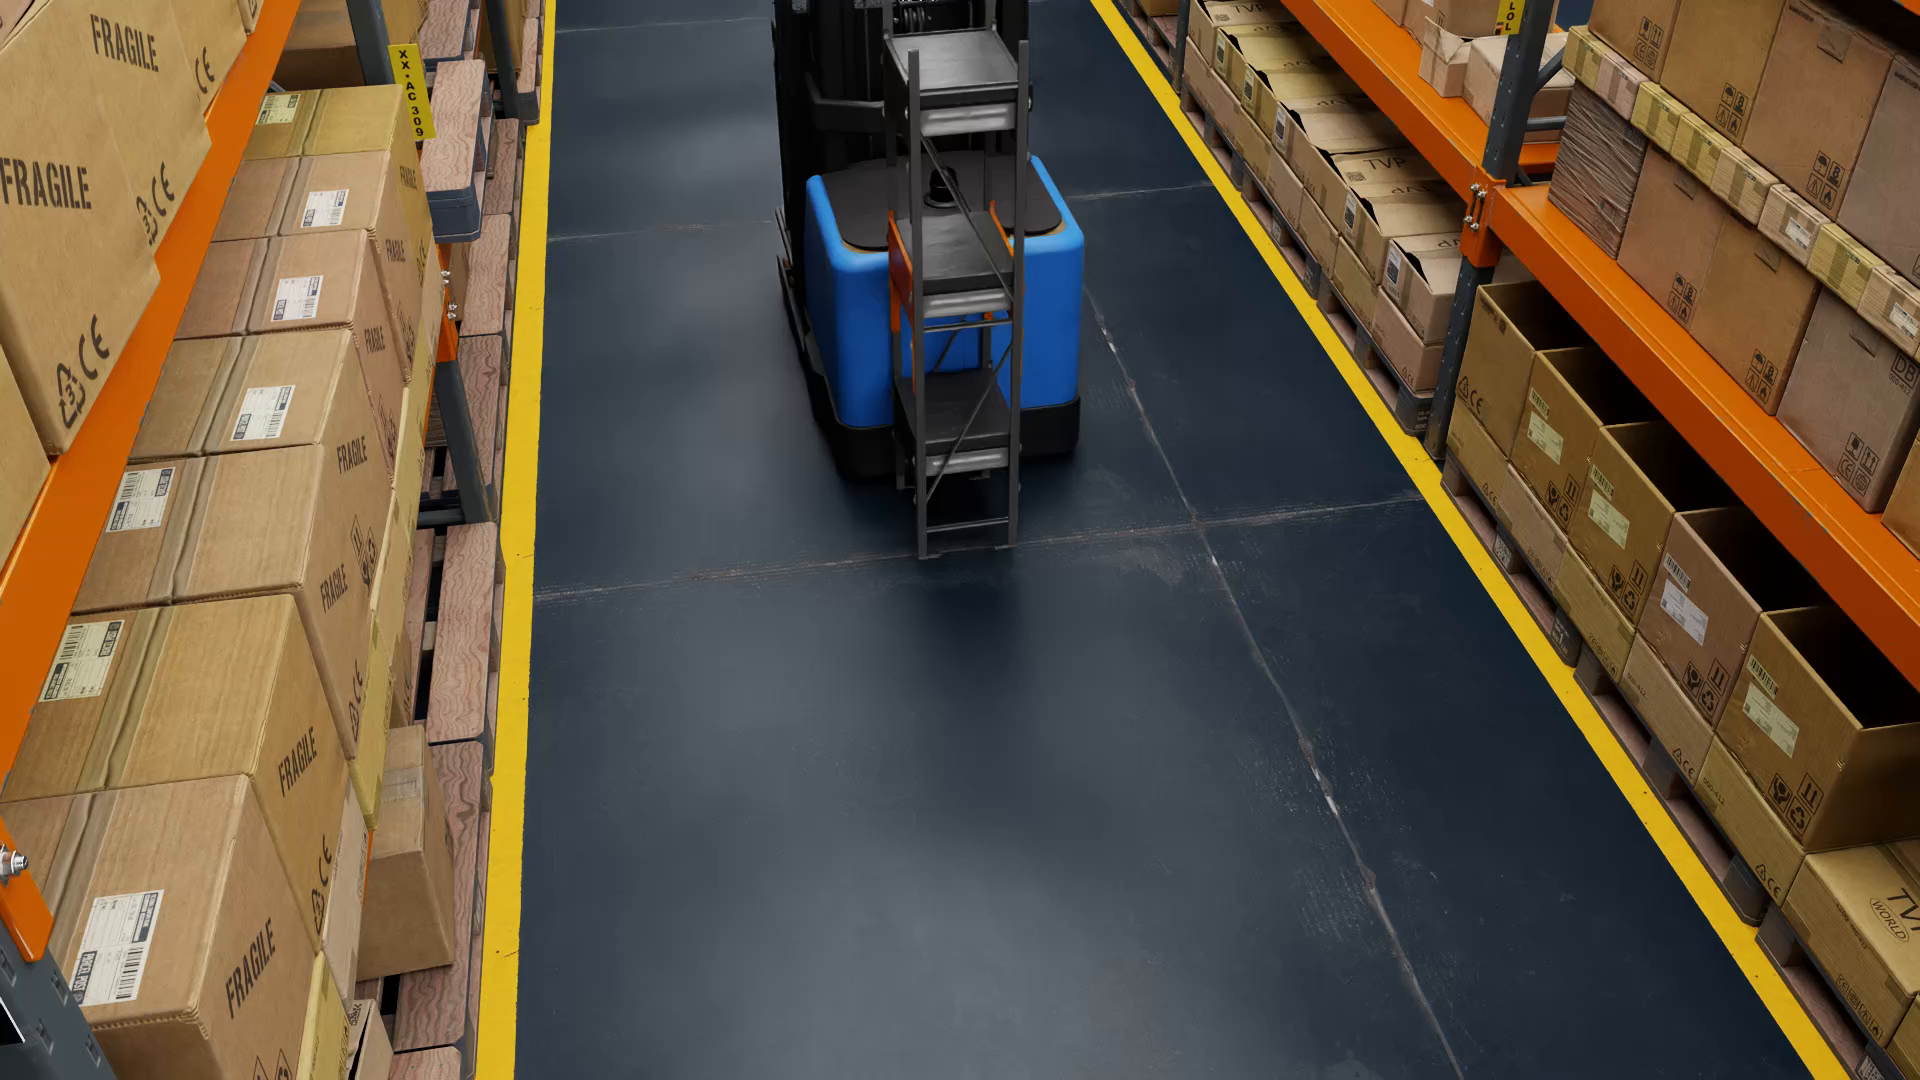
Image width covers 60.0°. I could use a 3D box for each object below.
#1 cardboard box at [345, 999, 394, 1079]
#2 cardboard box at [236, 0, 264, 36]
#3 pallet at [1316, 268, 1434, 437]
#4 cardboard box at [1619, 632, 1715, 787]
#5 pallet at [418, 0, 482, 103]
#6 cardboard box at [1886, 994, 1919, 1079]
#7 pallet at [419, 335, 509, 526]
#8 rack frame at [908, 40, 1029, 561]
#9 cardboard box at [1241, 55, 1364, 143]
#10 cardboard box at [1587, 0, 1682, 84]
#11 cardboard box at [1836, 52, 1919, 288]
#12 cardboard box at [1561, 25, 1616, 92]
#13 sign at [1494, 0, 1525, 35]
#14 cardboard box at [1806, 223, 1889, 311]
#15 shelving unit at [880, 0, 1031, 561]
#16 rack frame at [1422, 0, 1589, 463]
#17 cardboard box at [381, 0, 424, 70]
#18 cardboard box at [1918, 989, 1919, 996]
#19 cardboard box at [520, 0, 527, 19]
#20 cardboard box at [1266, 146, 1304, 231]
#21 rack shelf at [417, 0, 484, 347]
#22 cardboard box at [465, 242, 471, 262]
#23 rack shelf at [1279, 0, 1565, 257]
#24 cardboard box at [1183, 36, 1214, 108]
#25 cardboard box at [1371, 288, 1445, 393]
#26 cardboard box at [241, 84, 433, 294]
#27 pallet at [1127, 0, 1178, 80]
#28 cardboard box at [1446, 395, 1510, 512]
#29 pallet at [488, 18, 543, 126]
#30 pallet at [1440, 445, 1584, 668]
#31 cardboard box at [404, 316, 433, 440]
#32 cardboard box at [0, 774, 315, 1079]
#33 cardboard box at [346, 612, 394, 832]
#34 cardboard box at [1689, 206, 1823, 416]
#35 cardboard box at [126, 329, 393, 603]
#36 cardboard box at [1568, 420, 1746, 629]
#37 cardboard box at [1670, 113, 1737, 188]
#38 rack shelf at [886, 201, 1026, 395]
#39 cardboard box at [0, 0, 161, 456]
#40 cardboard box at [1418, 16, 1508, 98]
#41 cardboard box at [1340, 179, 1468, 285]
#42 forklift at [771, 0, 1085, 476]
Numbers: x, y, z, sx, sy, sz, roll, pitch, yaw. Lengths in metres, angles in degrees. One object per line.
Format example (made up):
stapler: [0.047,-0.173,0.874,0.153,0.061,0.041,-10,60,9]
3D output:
cardboard box: [-1.780,1.456,4.264,0.500,0.311,0.500,-3,38,-4]
cardboard box: [-1.807,-1.392,3.554,0.500,0.500,0.500,-8,38,-10]
pallet: [2.360,-0.951,7.801,1.003,0.211,1.213,-6,38,-8]
cardboard box: [2.569,0.528,5.524,0.500,0.250,0.500,-6,38,-8]
pallet: [-2.663,-2.225,7.325,1.003,0.211,1.213,-6,38,-8]
cardboard box: [2.844,1.433,4.359,0.500,0.250,0.500,-6,38,-8]
pallet: [-2.487,-0.445,7.150,1.003,0.211,1.213,-6,38,-8]
rack frame: [0.030,-0.775,6.036,0.400,2.100,0.015,-7,38,-9]
cardboard box: [1.816,-2.356,8.779,0.500,0.311,0.500,-7,38,-9]
cardboard box: [2.611,-1.895,5.606,0.700,0.500,0.500,-6,38,-8]
cardboard box: [2.875,-0.986,4.435,0.700,0.500,0.500,-6,38,-8]
cardboard box: [2.384,-1.723,5.913,0.380,0.149,0.250,-6,38,-8]
sign: [1.995,-1.973,5.965,0.100,0.325,0.005,-6,38,-8]
cardboard box: [2.659,-0.788,4.709,0.380,0.149,0.250,-7,38,-8]
shelving unit: [-0.021,-0.921,6.224,0.431,2.100,0.503,-7,38,-9]
rack frame: [2.527,-1.611,6.379,1.000,3.000,0.127,-6,38,-8]
cardboard box: [-2.496,-1.938,6.360,0.700,0.500,0.500,-3,38,-3]
cardboard box: [2.842,1.137,4.129,0.500,0.500,0.500,-6,38,-8]
cardboard box: [-3.197,-3.797,10.602,0.750,0.750,0.750,-6,38,-8]
cardboard box: [1.904,-1.832,8.563,0.500,0.250,0.500,-5,38,-7]
rack shelf: [-2.700,-2.000,7.465,1.077,0.370,4.000,-6,38,-8]
cardboard box: [-2.782,-1.628,8.080,0.700,0.500,0.500,-6,38,-8]
rack shelf: [2.177,-2.535,8.154,1.077,0.370,4.000,-6,38,-8]
cardboard box: [1.629,-2.759,9.755,0.500,0.250,0.500,-6,38,-8]
cardboard box: [2.169,-0.910,7.376,0.500,0.250,0.500,-7,38,-8]
cardboard box: [-1.962,-1.068,5.175,0.500,0.500,0.500,-6,38,-8]
pallet: [1.732,-3.381,10.930,1.003,0.211,1.213,-6,38,-8]
cardboard box: [2.310,-0.378,6.691,0.500,0.250,0.500,-6,38,-8]
pallet: [-3.114,-2.875,10.279,1.003,0.211,1.213,-6,38,-8]
pallet: [2.625,-0.025,6.610,1.003,0.211,1.213,-6,38,-8]
cardboard box: [-1.888,-0.469,5.015,0.500,0.250,0.500,-6,38,-8]
cardboard box: [-1.436,0.775,2.803,0.500,0.500,0.500,-6,38,-8]
cardboard box: [-1.609,0.442,3.842,0.500,0.250,0.500,-7,38,-9]
cardboard box: [2.794,-0.762,5.204,0.700,0.500,0.500,-6,38,-7]
cardboard box: [-1.699,-0.148,3.990,0.500,0.500,0.500,-5,38,-7]
cardboard box: [2.476,-0.069,5.682,0.500,0.500,0.500,-6,38,-8]
cardboard box: [2.522,-1.258,5.314,0.380,0.149,0.250,-7,38,-8]
rack shelf: [-0.021,-0.910,6.232,0.431,0.518,0.480,-7,38,-9]
cardboard box: [-1.519,-0.449,2.340,0.500,0.500,0.500,-4,38,-5]
cardboard box: [2.192,-2.069,7.078,0.396,0.266,0.258,-7,38,-9]
cardboard box: [2.077,-1.440,7.600,0.500,0.311,0.500,-5,38,-7]
forklift: [-0.297,-2.330,7.360,1.130,2.935,3.031,-7,38,-9]
